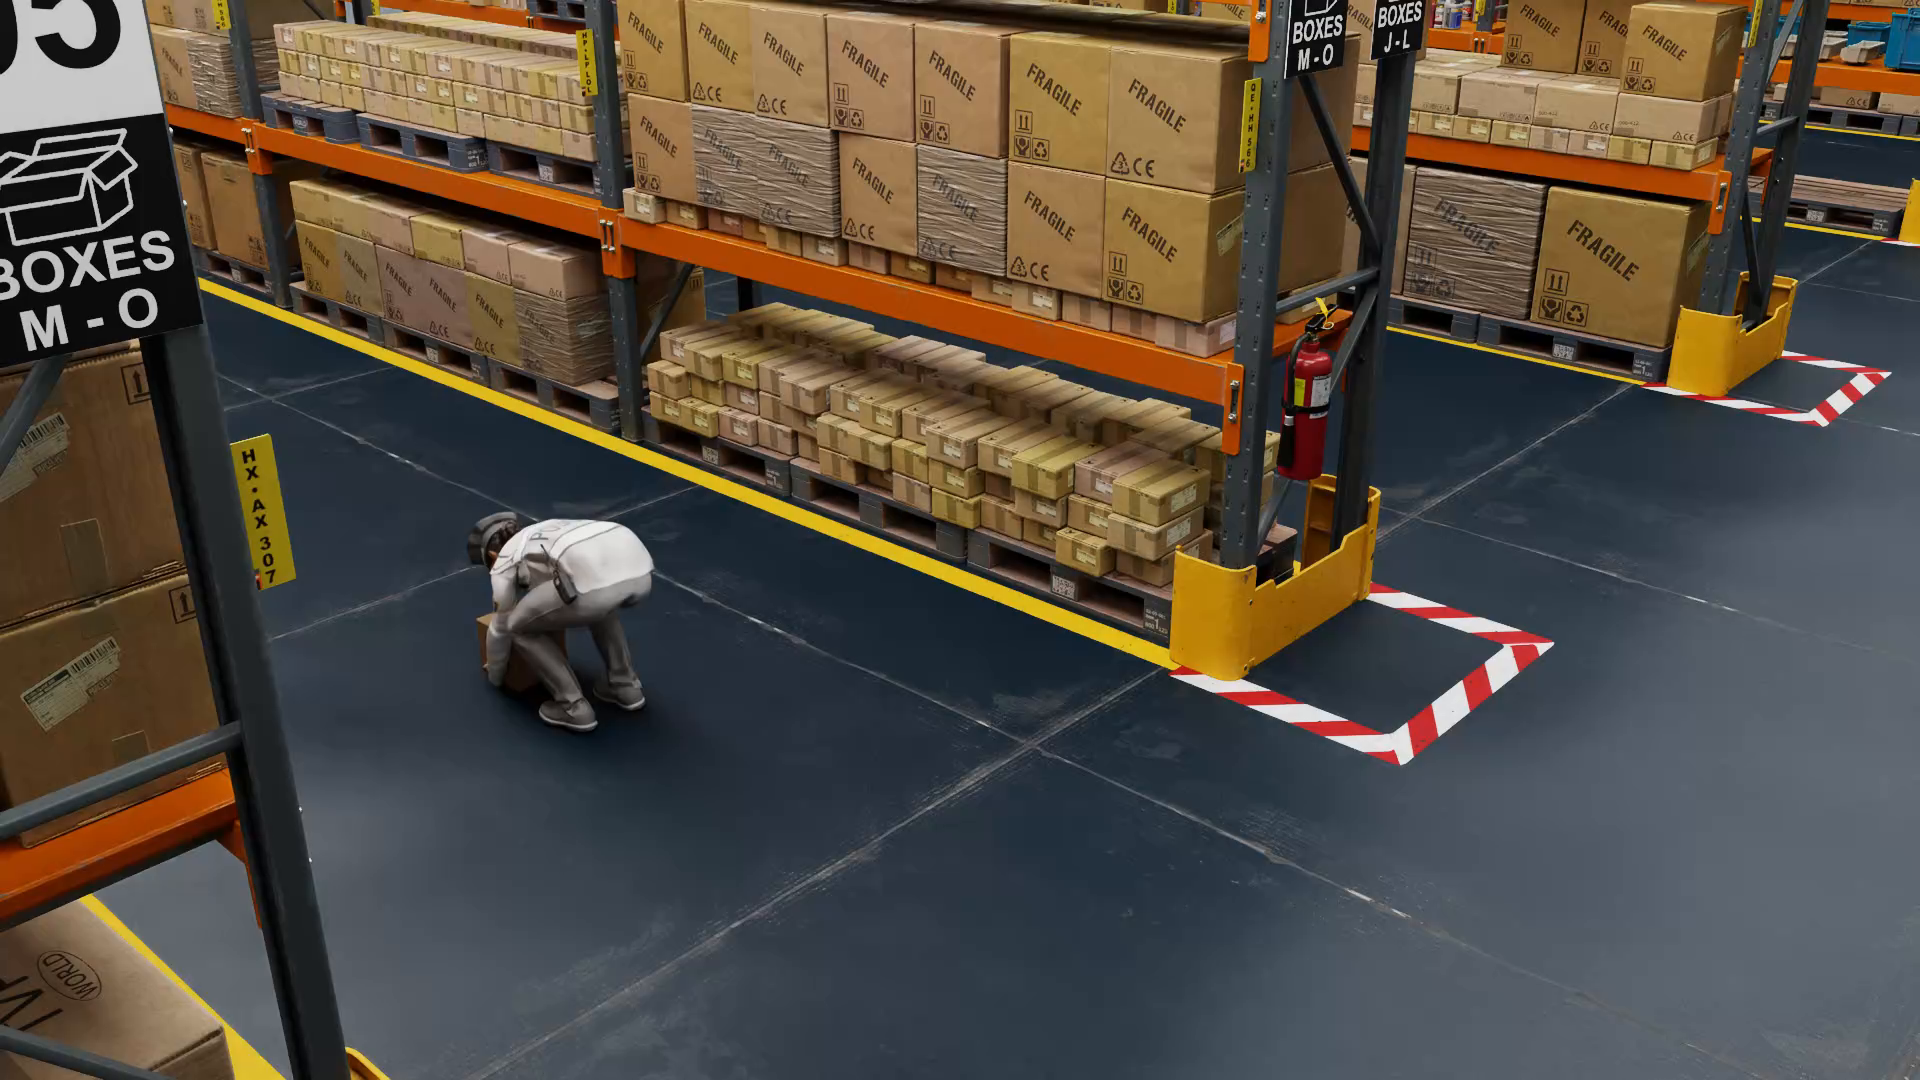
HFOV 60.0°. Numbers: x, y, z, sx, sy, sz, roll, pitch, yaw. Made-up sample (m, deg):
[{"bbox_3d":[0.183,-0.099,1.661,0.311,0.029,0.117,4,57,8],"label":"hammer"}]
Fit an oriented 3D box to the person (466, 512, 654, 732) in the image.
[{"bbox_3d":[-1.576,0.283,6.543,0.898,0.822,0.469,19,30,36],"label":"person"}]
